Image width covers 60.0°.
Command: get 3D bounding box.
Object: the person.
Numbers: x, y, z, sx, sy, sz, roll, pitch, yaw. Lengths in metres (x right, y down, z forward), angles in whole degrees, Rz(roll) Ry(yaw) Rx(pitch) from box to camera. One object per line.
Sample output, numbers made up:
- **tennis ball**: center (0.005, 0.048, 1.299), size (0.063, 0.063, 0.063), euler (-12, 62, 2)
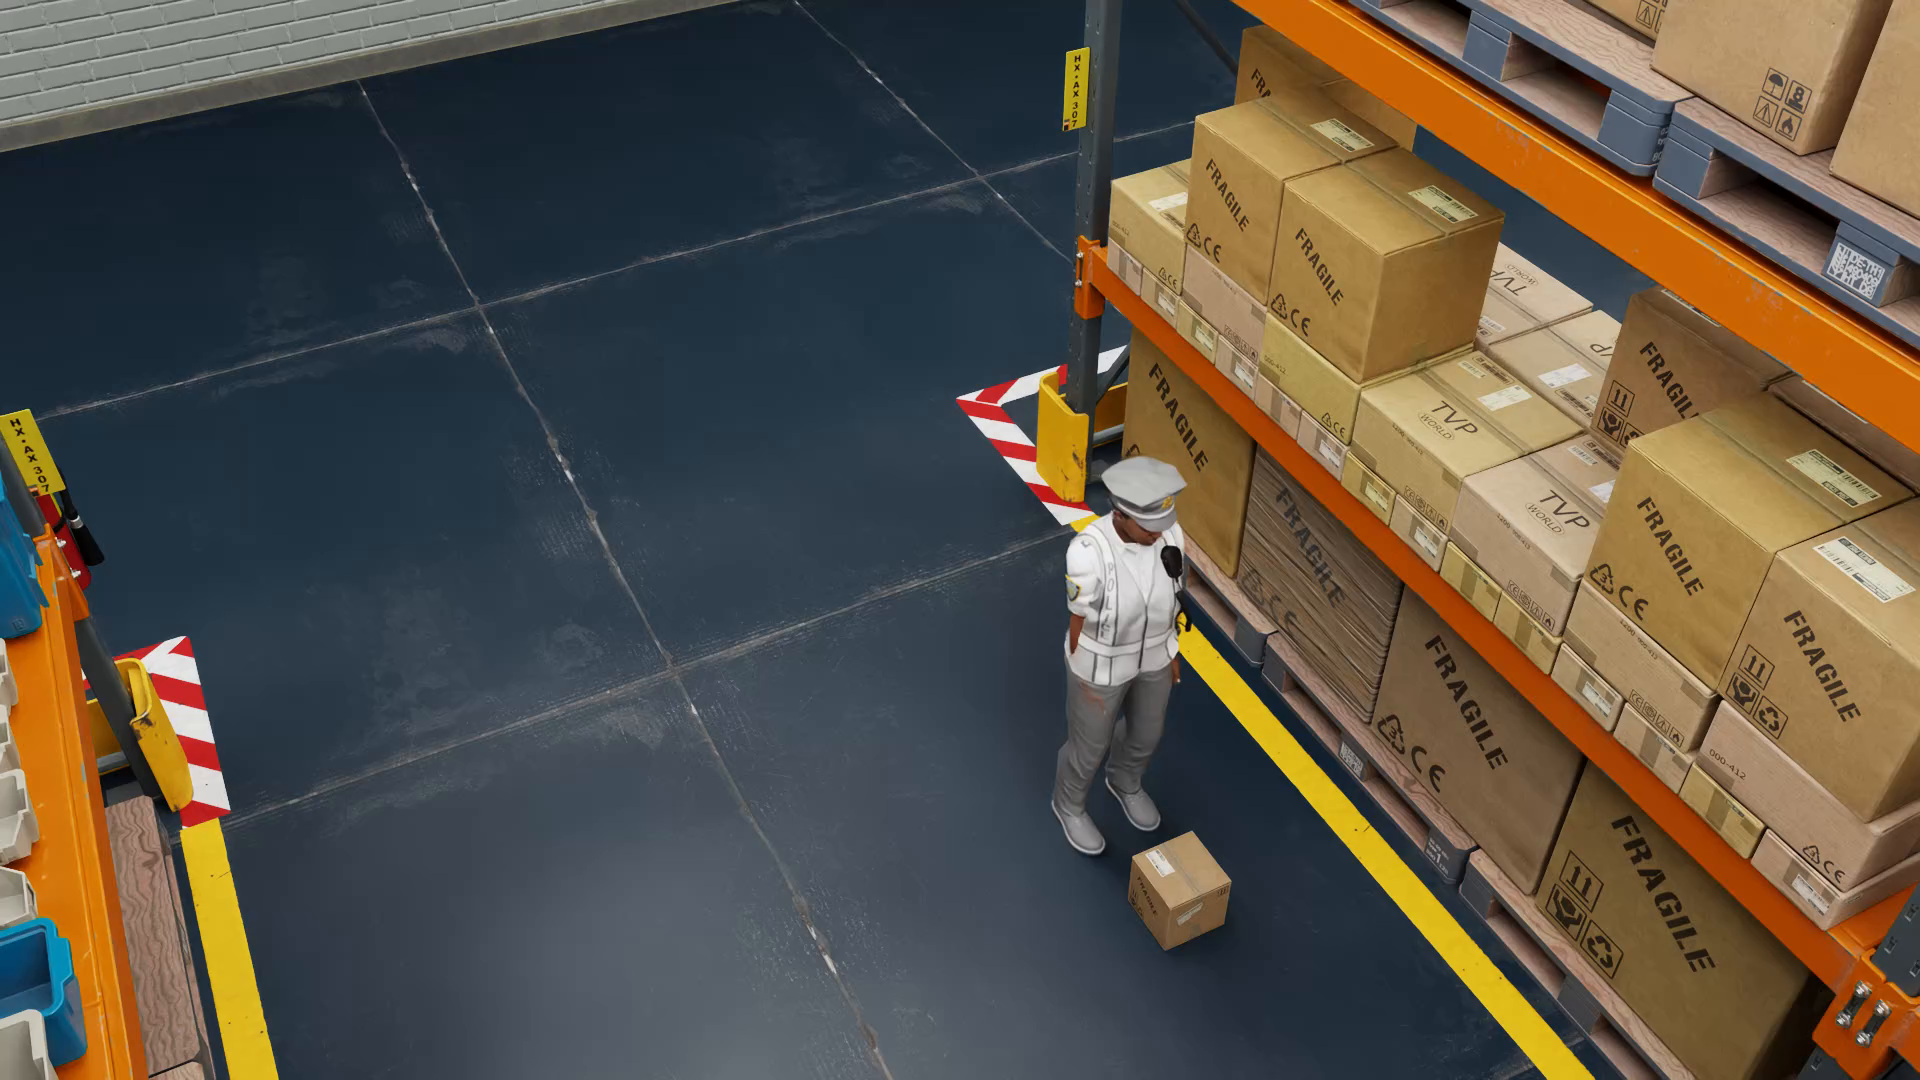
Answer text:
- **person**: center (0.564, 0.413, 5.701), size (0.438, 1.659, 0.340), euler (-18, 45, -19)
